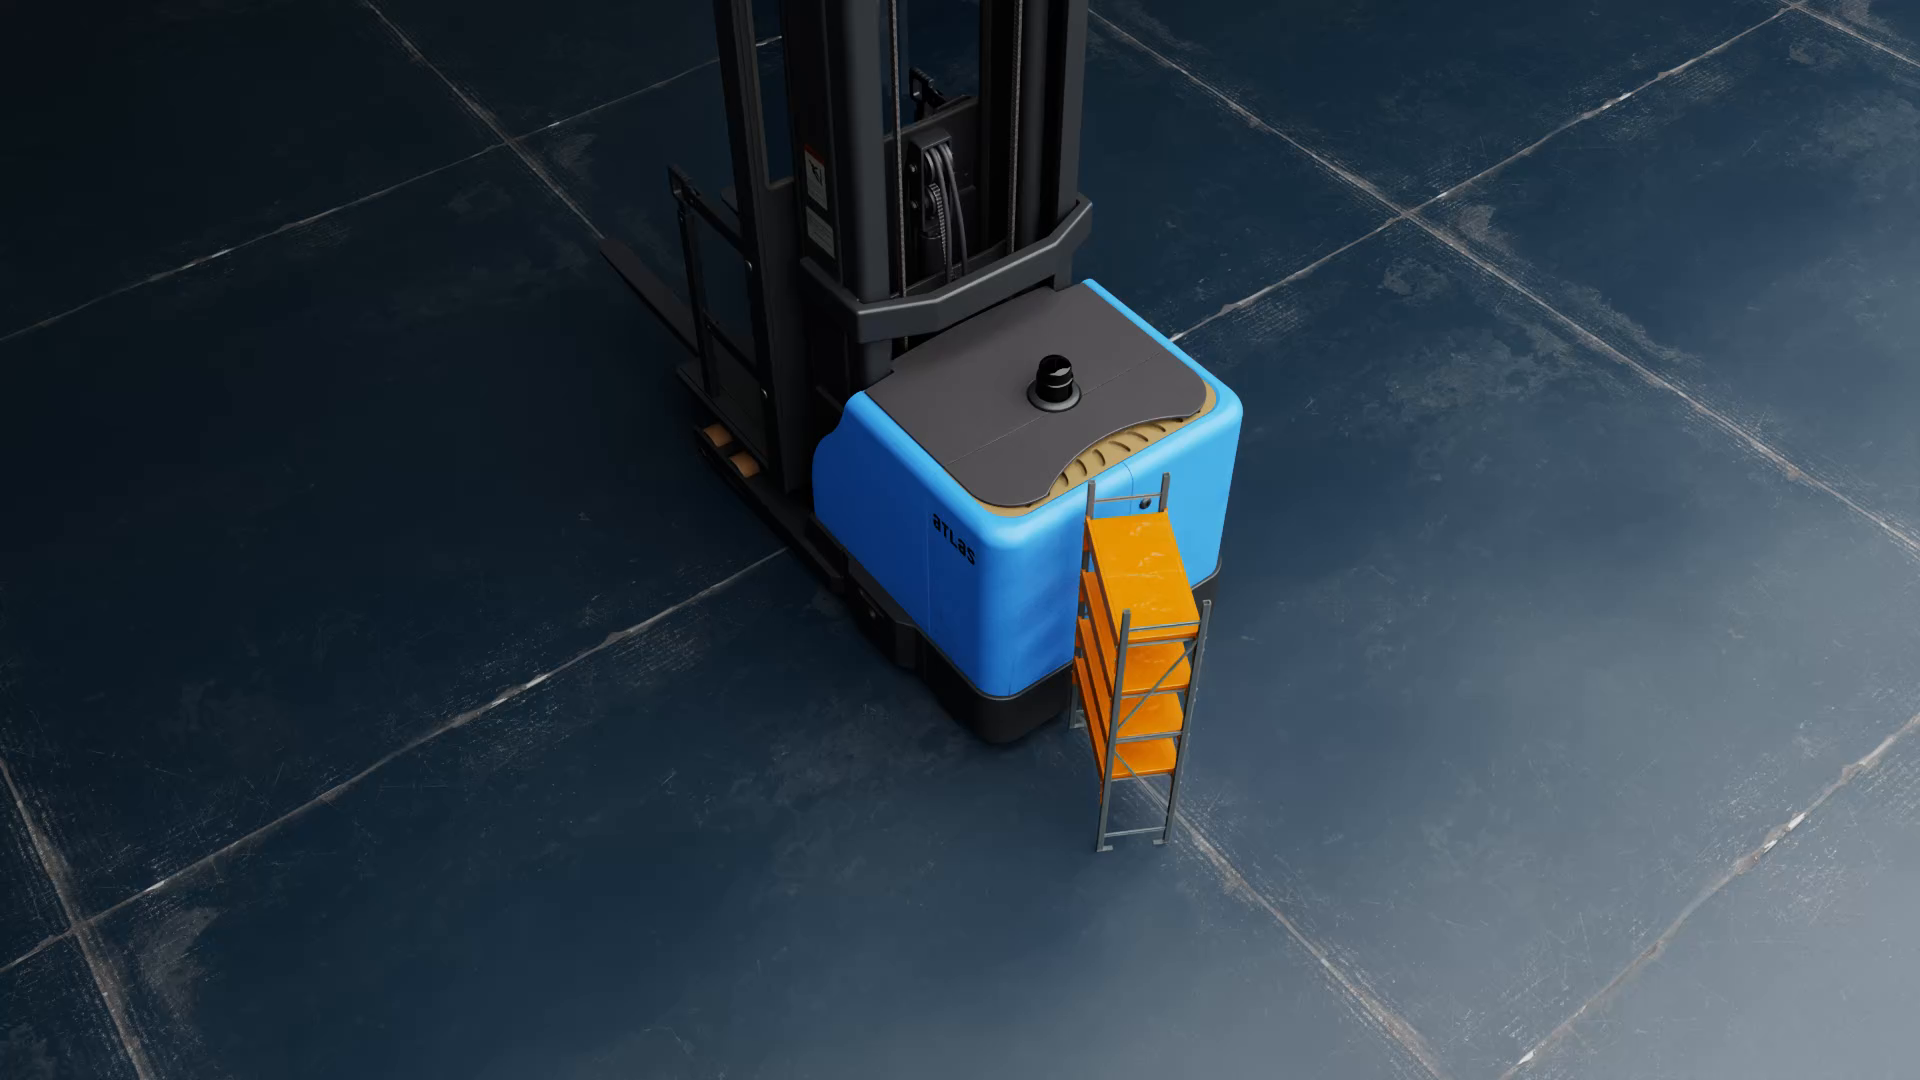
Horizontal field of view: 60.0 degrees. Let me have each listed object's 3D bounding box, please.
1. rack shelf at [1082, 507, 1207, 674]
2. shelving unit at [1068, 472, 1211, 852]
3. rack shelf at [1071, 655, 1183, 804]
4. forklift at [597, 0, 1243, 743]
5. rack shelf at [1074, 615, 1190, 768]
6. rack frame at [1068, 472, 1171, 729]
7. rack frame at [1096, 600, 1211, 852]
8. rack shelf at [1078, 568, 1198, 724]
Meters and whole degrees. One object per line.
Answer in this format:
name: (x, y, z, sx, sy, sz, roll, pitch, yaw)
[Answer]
rack shelf: (0.523, 0.139, 4.784, 0.258, 0.148, 0.480, -6, 48, -5)
shelving unit: (0.523, 0.403, 5.075, 0.258, 1.200, 0.503, -6, 48, -5)
rack shelf: (0.523, 0.582, 5.272, 0.258, 0.148, 0.480, -6, 48, -5)
forklift: (-0.377, -1.358, 5.503, 1.130, 2.935, 3.031, -29, 54, -24)
rack shelf: (0.523, 0.448, 5.125, 0.258, 0.148, 0.480, -6, 48, -5)
rack frame: (0.489, 0.224, 5.237, 0.240, 1.200, 0.015, -6, 48, -5)
rack frame: (0.557, 0.582, 4.912, 0.240, 1.200, 0.015, -6, 48, -5)
rack shelf: (0.523, 0.298, 4.959, 0.258, 0.148, 0.480, -6, 48, -5)
